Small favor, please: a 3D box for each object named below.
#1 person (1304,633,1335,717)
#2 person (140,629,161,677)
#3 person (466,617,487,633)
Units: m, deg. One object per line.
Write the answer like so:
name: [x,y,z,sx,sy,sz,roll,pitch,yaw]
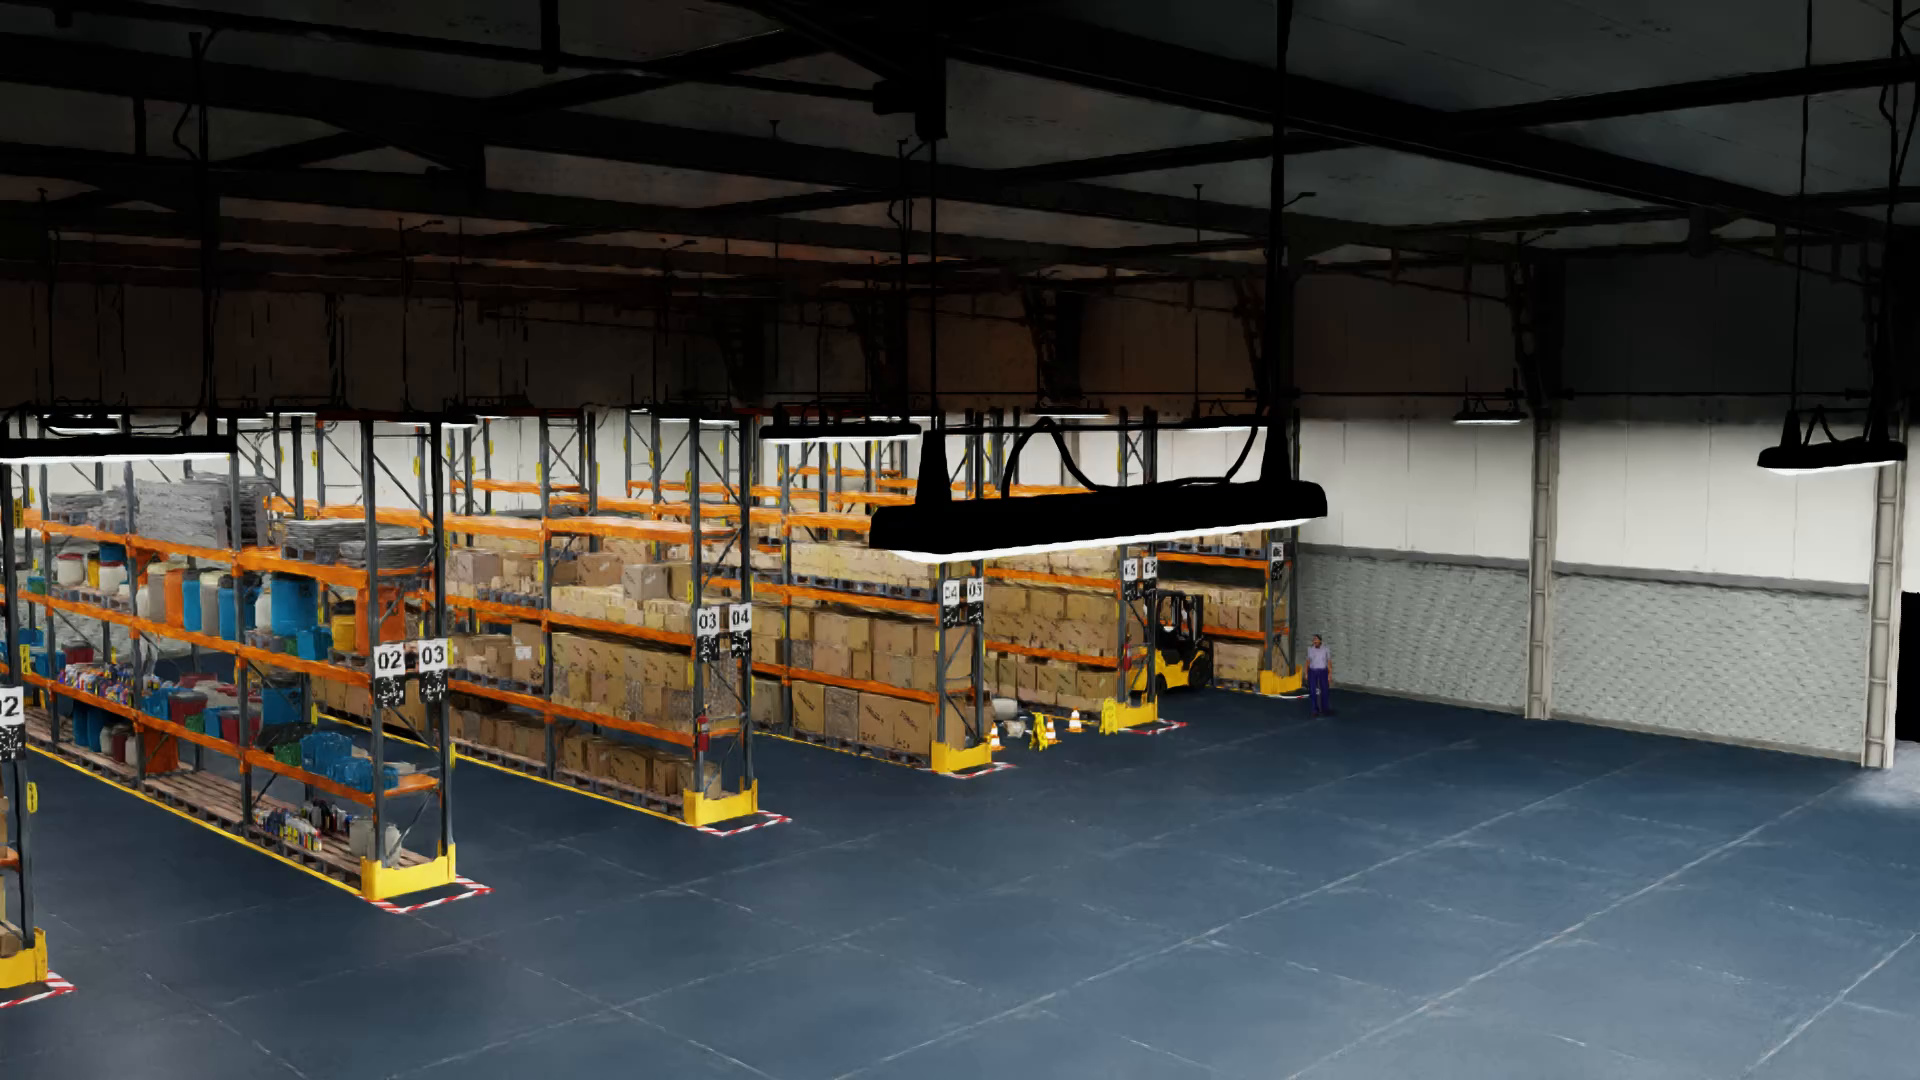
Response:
person: [7.067,2.649,32.649,0.594,1.606,0.524,2,5,17]
person: [-18.067,2.261,36.941,0.507,1.618,0.580,5,7,42]
person: [-11.847,1.860,40.759,0.595,1.745,0.584,1,5,8]
